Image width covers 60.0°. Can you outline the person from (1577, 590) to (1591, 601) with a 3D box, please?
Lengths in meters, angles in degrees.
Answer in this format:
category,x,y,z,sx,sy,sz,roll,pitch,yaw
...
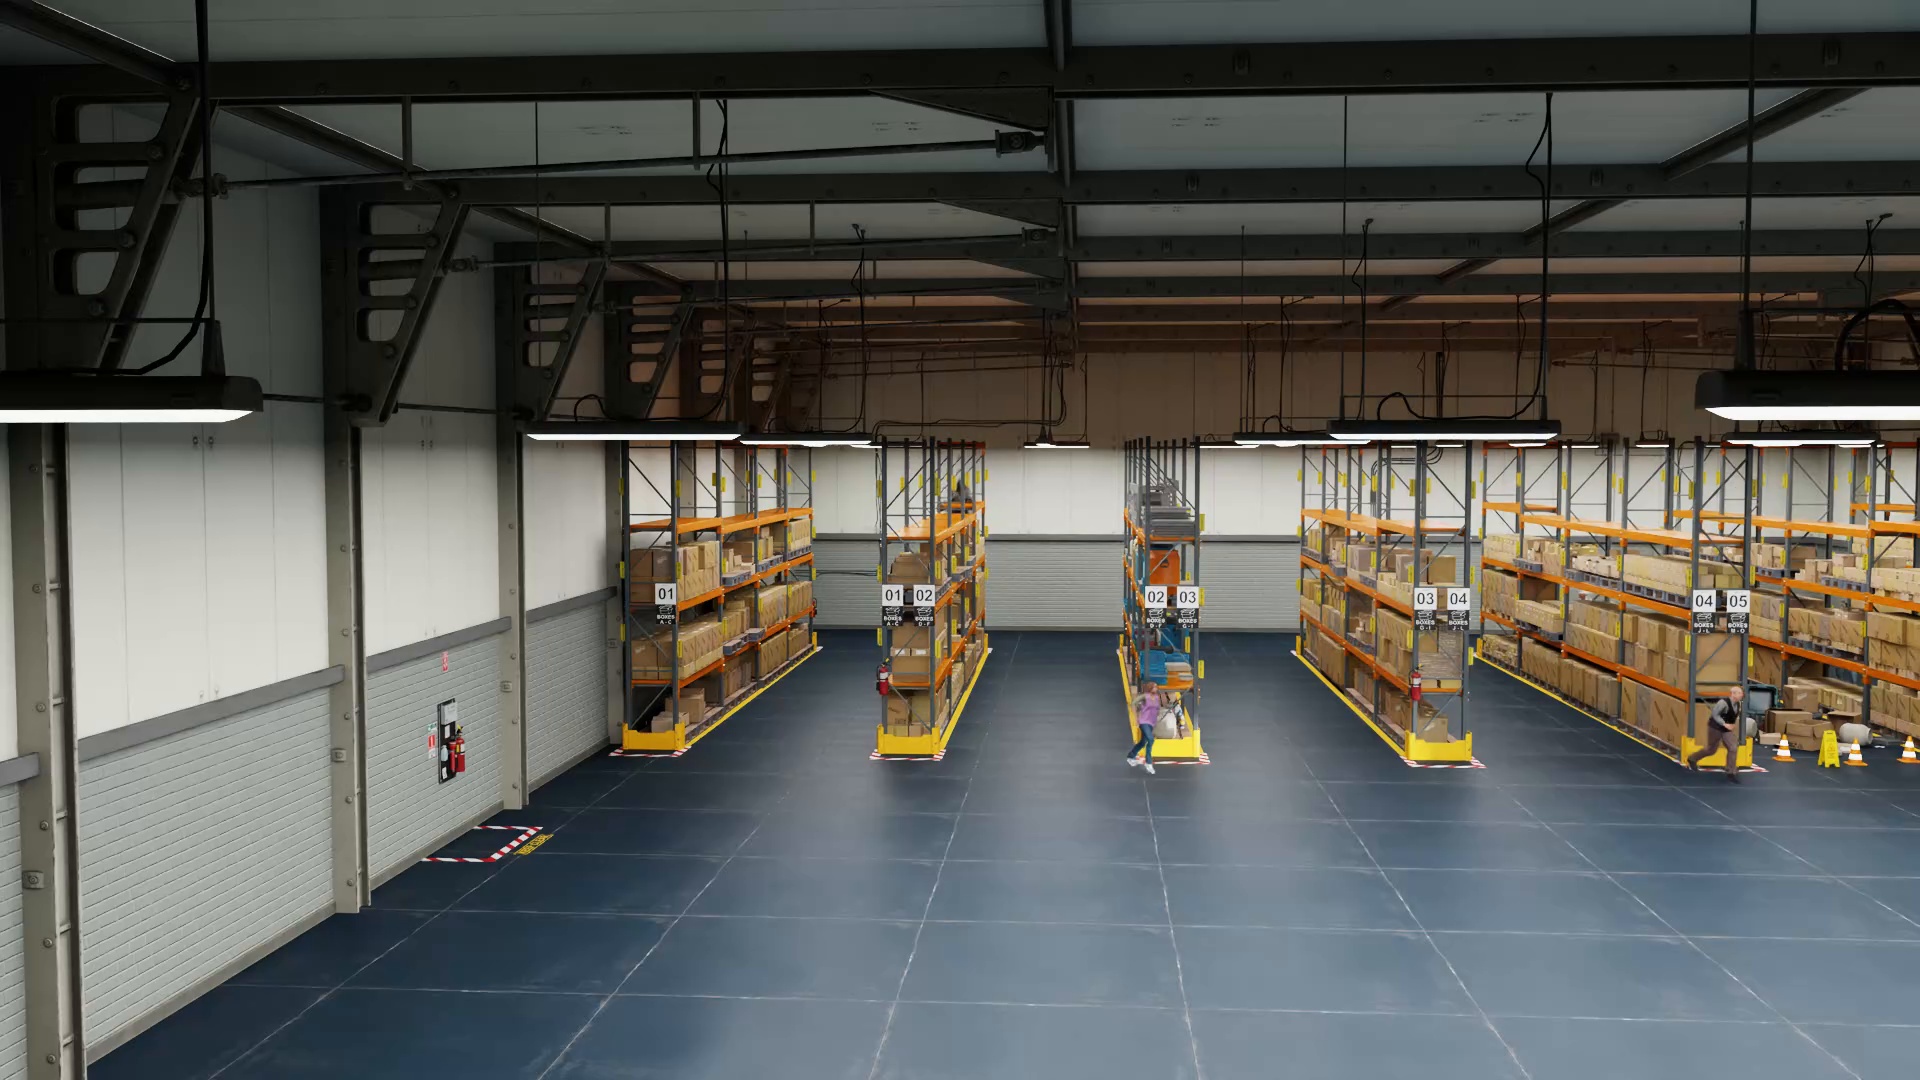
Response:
category,x,y,z,sx,sy,sz,roll,pitch,yaw
person,17.814,2.301,47.427,0.862,1.798,0.725,0,3,5

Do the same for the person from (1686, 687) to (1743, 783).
category,x,y,z,sx,sy,sz,roll,pitch,yaw
person,13.222,3.358,29.083,0.694,1.684,1.010,-2,4,-38

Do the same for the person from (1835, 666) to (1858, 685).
category,x,y,z,sx,sy,sz,roll,pitch,yaw
person,21.181,2.711,39.699,0.677,1.822,0.738,0,3,1

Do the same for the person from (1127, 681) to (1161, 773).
category,x,y,z,sx,sy,sz,roll,pitch,yaw
person,3.372,3.331,29.929,0.555,1.583,0.763,-3,4,-41
